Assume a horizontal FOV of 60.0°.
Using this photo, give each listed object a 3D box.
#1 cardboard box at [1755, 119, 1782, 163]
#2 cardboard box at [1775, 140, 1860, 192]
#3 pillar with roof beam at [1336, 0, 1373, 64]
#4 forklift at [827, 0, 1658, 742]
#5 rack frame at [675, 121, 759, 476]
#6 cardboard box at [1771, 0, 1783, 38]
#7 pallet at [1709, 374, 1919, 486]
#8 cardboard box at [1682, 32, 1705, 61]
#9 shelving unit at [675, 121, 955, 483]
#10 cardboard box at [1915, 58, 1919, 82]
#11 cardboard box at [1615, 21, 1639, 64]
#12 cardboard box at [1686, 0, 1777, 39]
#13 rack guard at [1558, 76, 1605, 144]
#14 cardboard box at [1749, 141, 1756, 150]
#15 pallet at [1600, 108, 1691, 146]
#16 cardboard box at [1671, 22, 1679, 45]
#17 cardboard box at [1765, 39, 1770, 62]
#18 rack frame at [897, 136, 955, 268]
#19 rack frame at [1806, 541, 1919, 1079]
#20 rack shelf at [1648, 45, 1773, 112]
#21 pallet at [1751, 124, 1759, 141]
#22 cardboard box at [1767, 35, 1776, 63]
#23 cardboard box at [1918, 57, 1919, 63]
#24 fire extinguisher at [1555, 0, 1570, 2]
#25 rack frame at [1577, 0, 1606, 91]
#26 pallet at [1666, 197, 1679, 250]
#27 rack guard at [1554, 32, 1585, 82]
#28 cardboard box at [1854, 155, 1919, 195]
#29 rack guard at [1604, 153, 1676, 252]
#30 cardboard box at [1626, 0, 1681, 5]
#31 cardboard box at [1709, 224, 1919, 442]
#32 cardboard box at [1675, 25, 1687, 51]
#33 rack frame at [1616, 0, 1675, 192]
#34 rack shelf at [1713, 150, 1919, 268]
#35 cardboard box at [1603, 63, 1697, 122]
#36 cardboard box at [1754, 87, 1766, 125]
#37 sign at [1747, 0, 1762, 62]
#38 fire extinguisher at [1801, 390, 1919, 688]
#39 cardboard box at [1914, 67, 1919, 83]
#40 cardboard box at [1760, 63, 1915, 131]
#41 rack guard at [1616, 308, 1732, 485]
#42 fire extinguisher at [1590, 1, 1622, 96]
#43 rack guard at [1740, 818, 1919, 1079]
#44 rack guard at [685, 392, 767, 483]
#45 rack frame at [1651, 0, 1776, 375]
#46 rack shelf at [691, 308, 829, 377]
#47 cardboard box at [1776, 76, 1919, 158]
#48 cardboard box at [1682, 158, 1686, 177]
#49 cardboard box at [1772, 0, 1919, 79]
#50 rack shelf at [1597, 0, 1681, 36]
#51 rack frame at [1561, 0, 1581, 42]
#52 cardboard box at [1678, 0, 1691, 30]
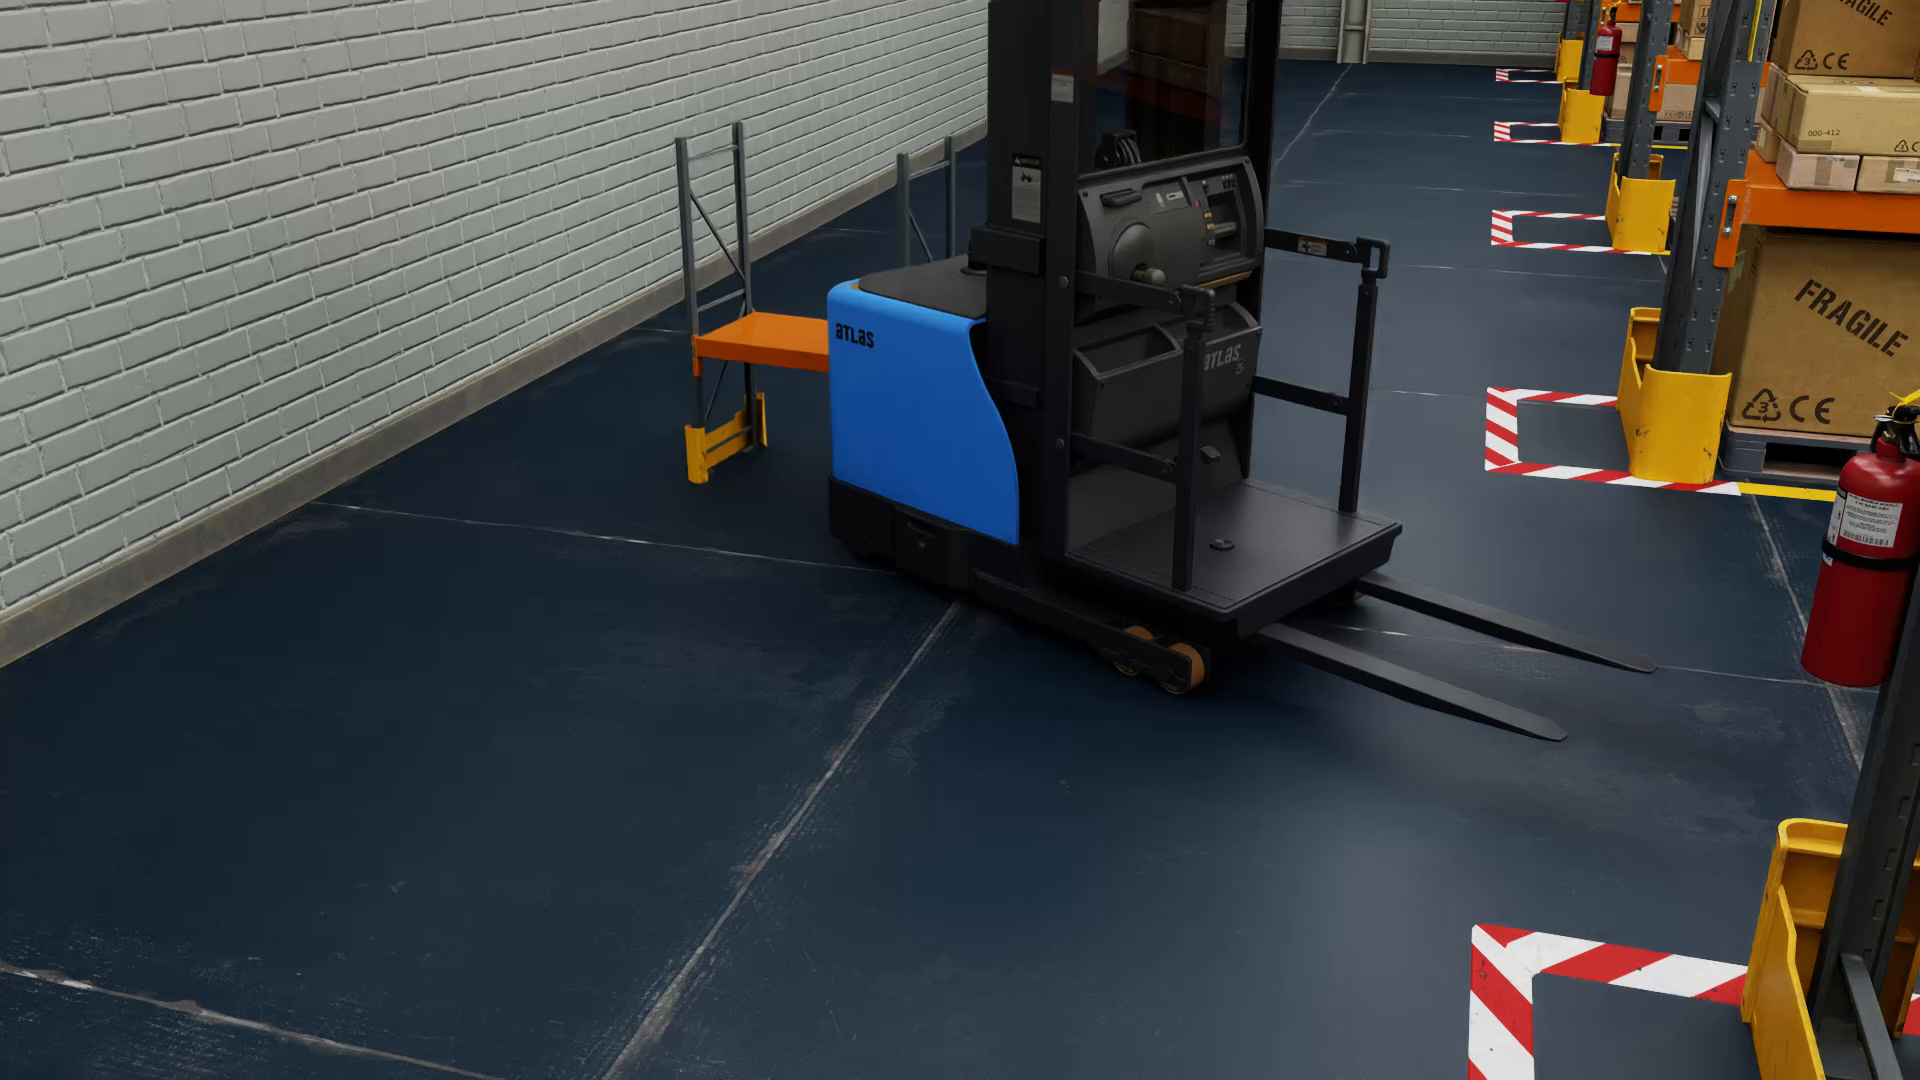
[{"bbox_3d":[3.794,-1.818,7.580,0.250,0.149,0.380,7,23,17],"label":"cardboard box"},{"bbox_3d":[3.602,-1.578,6.997,0.250,0.149,0.380,7,23,16],"label":"cardboard box"},{"bbox_3d":[4.086,-9.092,17.079,0.400,9.000,9.100,7,23,16],"label":"pillar with roof beam"},{"bbox_3d":[0.880,-1.066,5.507,3.031,2.935,1.130,21,30,41],"label":"forklift"},{"bbox_3d":[-1.065,-1.055,7.365,0.032,1.500,0.500,9,24,22],"label":"rack frame"},{"bbox_3d":[5.757,-3.629,11.142,0.500,0.500,0.500,7,23,16],"label":"cardboard box"},{"bbox_3d":[4.146,-0.504,7.721,1.213,0.211,1.003,7,23,16],"label":"pallet"},{"bbox_3d":[5.103,-3.374,11.373,0.250,0.149,0.380,6,23,15],"label":"cardboard box"},{"bbox_3d":[-0.608,-0.979,7.181,1.083,1.500,0.587,9,24,22],"label":"shelving unit"},{"bbox_3d":[4.218,-2.063,6.665,0.500,0.500,0.500,6,23,14],"label":"cardboard box"},{"bbox_3d":[8.209,-6.196,20.658,0.637,0.503,0.797,6,23,13],"label":"cardboard box"},{"bbox_3d":[5.237,-3.679,11.262,0.500,0.500,0.500,8,24,18],"label":"cardboard box"},{"bbox_3d":[6.197,-4.300,16.595,0.348,0.500,1.175,7,23,16],"label":"rack guard"},{"bbox_3d":[5.691,-2.781,12.016,0.250,0.149,0.380,7,23,17],"label":"cardboard box"},{"bbox_3d":[7.009,-4.105,16.499,1.213,0.211,1.003,7,23,16],"label":"pallet"},{"bbox_3d":[9.016,-6.086,20.396,0.500,0.500,0.700,8,23,18],"label":"cardboard box"},{"bbox_3d":[5.358,-3.361,11.342,0.250,0.149,0.380,7,23,17],"label":"cardboard box"},{"bbox_3d":[-0.133,-0.901,6.989,0.032,1.500,0.500,9,24,22],"label":"rack frame"},{"bbox_3d":[1.927,-0.054,2.949,0.127,3.000,1.000,7,23,16],"label":"rack frame"},{"bbox_3d":[6.802,-3.092,11.304,4.000,0.370,1.077,7,23,16],"label":"rack shelf"},{"bbox_3d":[8.173,-3.970,16.171,1.213,0.211,1.003,7,23,16],"label":"pallet"},{"bbox_3d":[5.600,-3.312,11.222,0.250,0.149,0.380,6,23,14],"label":"cardboard box"},{"bbox_3d":[6.369,-3.257,11.089,0.250,0.149,0.380,6,23,14],"label":"cardboard box"},{"bbox_3d":[7.376,-6.898,20.227,0.183,0.674,0.296,7,23,16],"label":"fire extinguisher"},{"bbox_3d":[6.220,-5.454,16.114,0.127,3.000,1.000,7,23,16],"label":"rack frame"},{"bbox_3d":[5.728,-2.244,11.963,1.213,0.211,1.003,7,23,16],"label":"pallet"},{"bbox_3d":[7.723,-6.093,20.966,0.348,0.500,1.175,7,23,16],"label":"rack guard"},{"bbox_3d":[3.848,-1.551,6.929,0.250,0.149,0.380,6,23,15],"label":"cardboard box"},{"bbox_3d":[4.960,-2.480,12.156,0.348,0.500,1.175,7,23,16],"label":"rack guard"},{"bbox_3d":[6.597,-5.343,15.712,0.500,0.500,0.500,6,23,15],"label":"cardboard box"},{"bbox_3d":[3.994,-1.024,7.559,0.875,0.875,0.875,7,23,16],"label":"cardboard box"},{"bbox_3d":[5.281,-3.595,11.913,0.250,0.149,0.380,7,23,16],"label":"cardboard box"},{"bbox_3d":[4.887,-3.645,11.702,0.127,3.000,1.000,7,23,16],"label":"rack frame"},{"bbox_3d":[5.273,-1.301,6.938,4.000,0.370,1.077,7,23,16],"label":"rack shelf"},{"bbox_3d":[6.881,-4.427,16.433,0.875,0.438,0.875,6,23,14],"label":"cardboard box"},{"bbox_3d":[7.760,-4.330,16.195,0.875,0.438,0.875,7,23,17],"label":"cardboard box"},{"bbox_3d":[3.192,-2.090,6.667,0.005,0.325,0.100,7,23,16],"label":"sign"},{"bbox_3d":[1.914,-0.027,3.477,0.183,0.674,0.296,7,23,16],"label":"fire extinguisher"},{"bbox_3d":[4.384,-1.909,7.278,0.500,0.250,0.500,6,23,15],"label":"cardboard box"},{"bbox_3d":[3.898,-1.965,7.414,0.500,0.250,0.500,6,23,15],"label":"cardboard box"},{"bbox_3d":[3.335,-0.700,7.817,0.348,0.500,1.175,7,23,16],"label":"rack guard"},{"bbox_3d":[4.779,-3.631,12.264,0.183,0.674,0.296,7,23,16],"label":"fire extinguisher"},{"bbox_3d":[1.900,1.105,3.418,0.348,0.500,1.175,7,23,16],"label":"rack guard"},{"bbox_3d":[-1.064,-0.476,7.602,0.087,0.250,0.587,9,24,22],"label":"rack guard"},{"bbox_3d":[3.358,-1.853,7.336,0.127,3.000,1.000,7,23,16],"label":"rack frame"},{"bbox_3d":[-0.599,-0.811,7.246,1.000,0.185,0.538,9,24,22],"label":"rack shelf"},{"bbox_3d":[3.739,-1.771,6.941,0.500,0.250,0.500,6,23,14],"label":"cardboard box"},{"bbox_3d":[5.475,-2.703,12.219,0.250,0.149,0.380,6,23,14],"label":"cardboard box"},{"bbox_3d":[3.900,-2.311,7.268,0.500,0.500,0.500,7,23,16],"label":"cardboard box"},{"bbox_3d":[8.135,-4.902,15.716,4.000,0.370,1.077,7,23,16],"label":"rack shelf"},{"bbox_3d":[7.651,-7.258,20.511,0.127,3.000,1.000,7,23,16],"label":"rack frame"},{"bbox_3d":[5.392,-3.873,11.735,0.500,0.500,0.500,7,23,17],"label":"cardboard box"}]
